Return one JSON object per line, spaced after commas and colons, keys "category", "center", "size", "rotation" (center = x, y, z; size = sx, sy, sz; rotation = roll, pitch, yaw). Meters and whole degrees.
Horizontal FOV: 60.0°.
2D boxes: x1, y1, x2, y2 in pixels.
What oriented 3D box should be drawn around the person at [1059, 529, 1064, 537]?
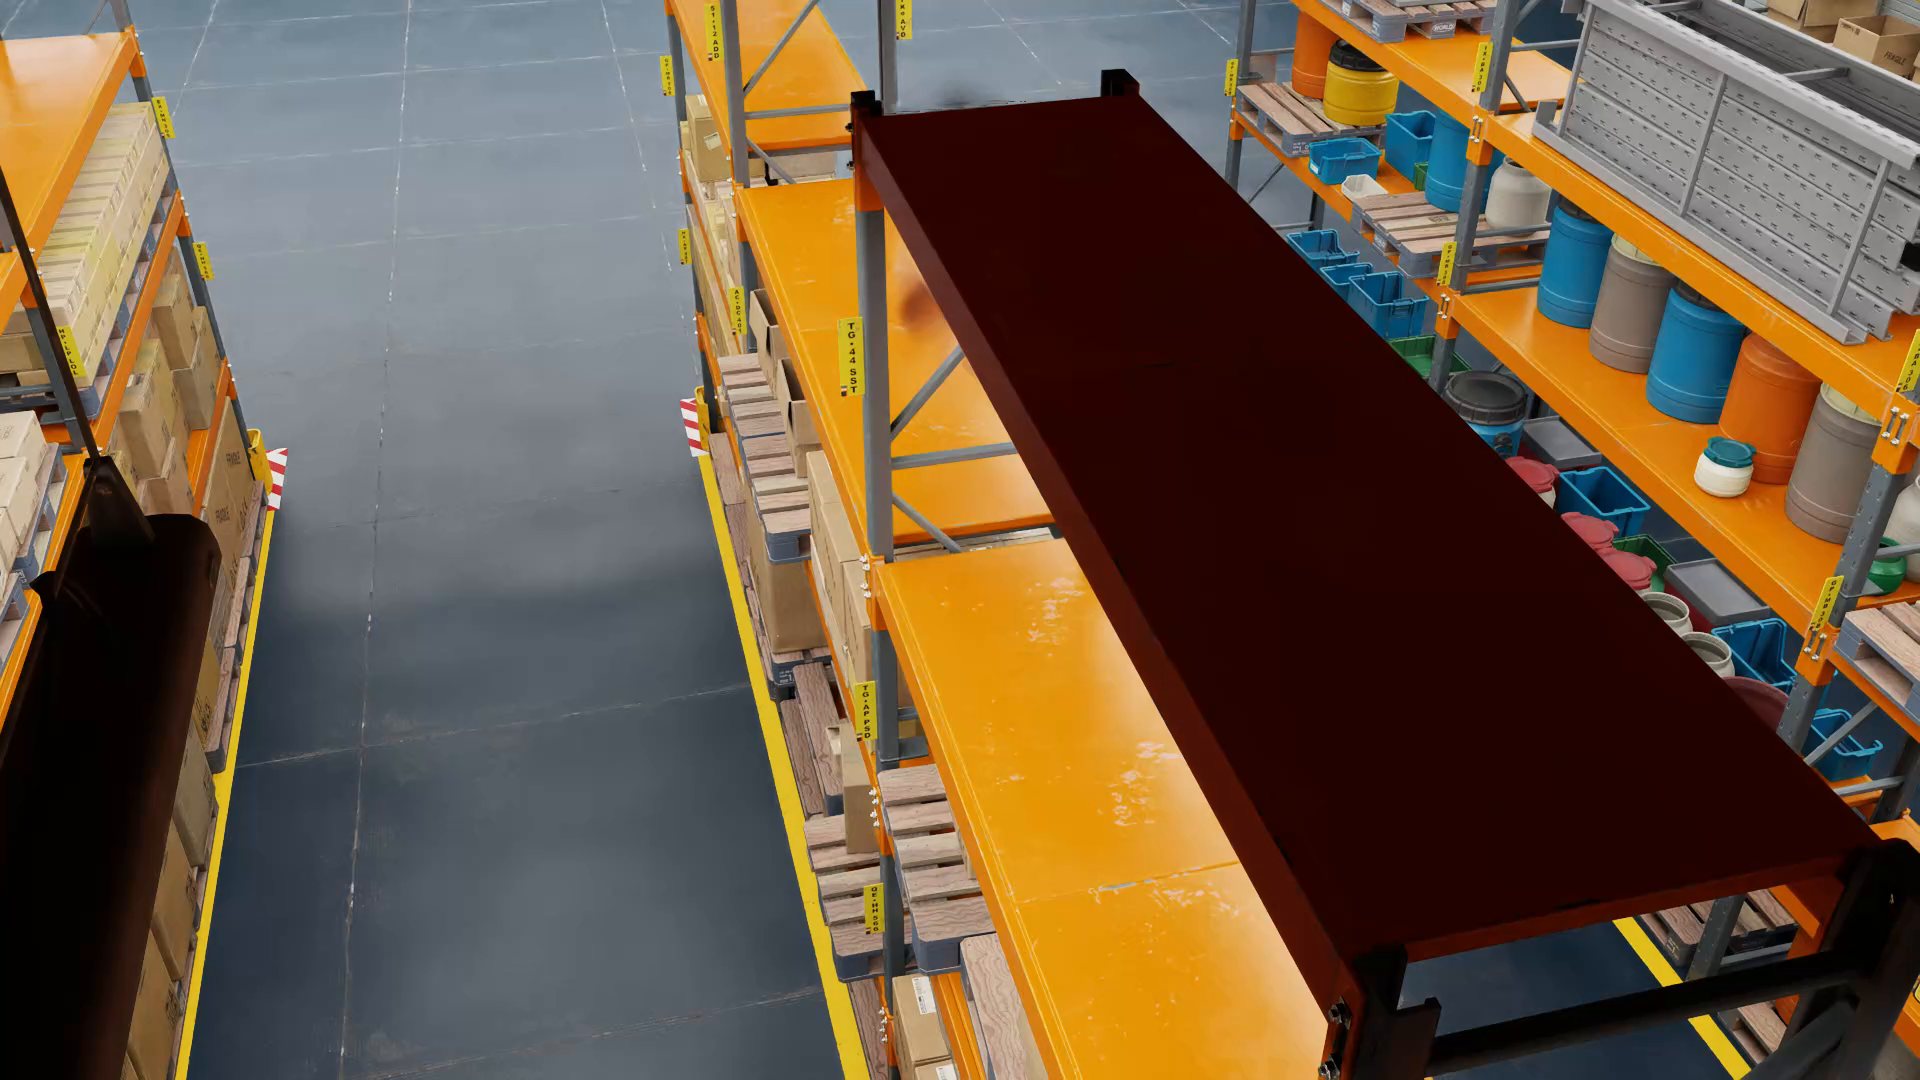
{"category": "person", "center": [0.762, -0.834, 13.739], "size": [0.588, 1.831, 0.835], "rotation": [-20, 39, -27]}
